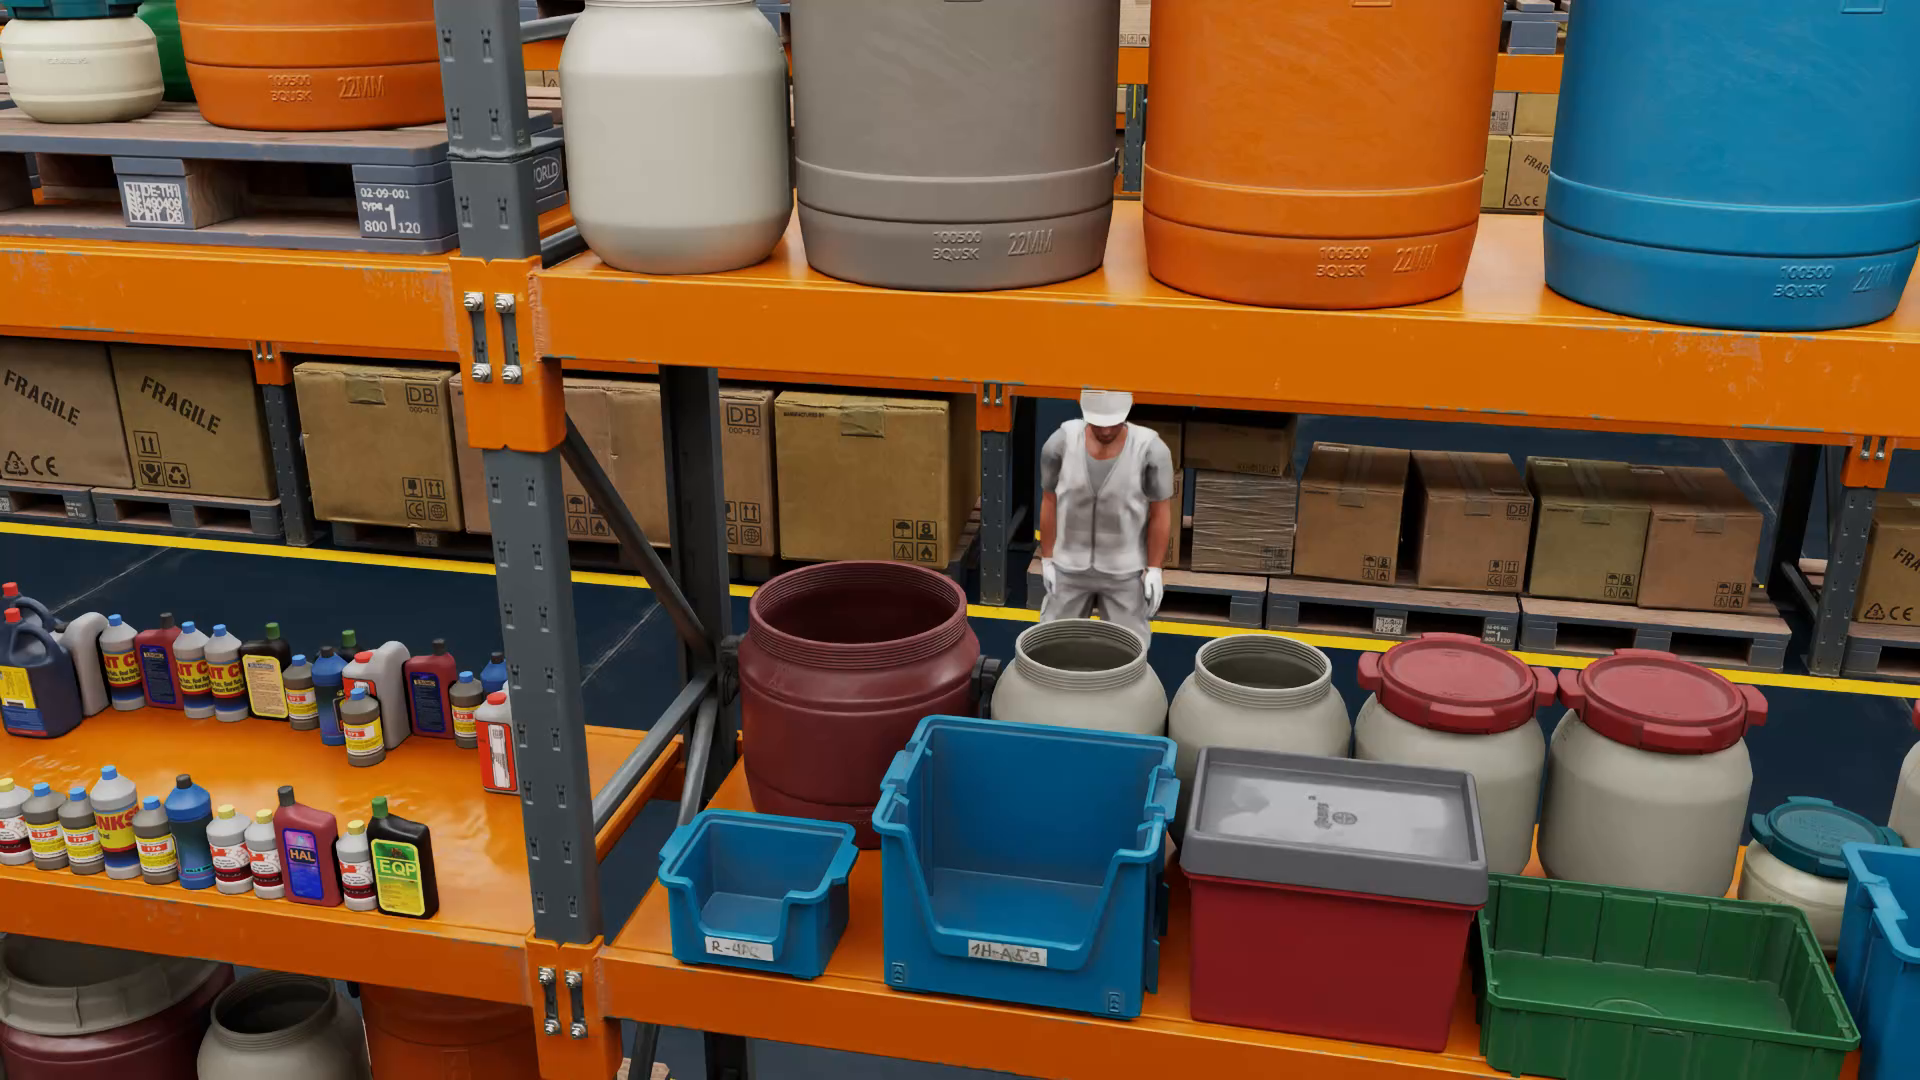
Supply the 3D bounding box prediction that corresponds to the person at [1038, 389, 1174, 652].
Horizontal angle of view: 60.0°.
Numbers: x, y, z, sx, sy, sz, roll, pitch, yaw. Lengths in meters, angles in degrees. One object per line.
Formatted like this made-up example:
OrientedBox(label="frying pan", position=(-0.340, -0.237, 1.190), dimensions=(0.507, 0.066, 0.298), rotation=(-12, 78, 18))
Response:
OrientedBox(label="person", position=(0.574, 0.144, 6.730), dimensions=(0.536, 1.758, 0.413), rotation=(5, 22, 12))
